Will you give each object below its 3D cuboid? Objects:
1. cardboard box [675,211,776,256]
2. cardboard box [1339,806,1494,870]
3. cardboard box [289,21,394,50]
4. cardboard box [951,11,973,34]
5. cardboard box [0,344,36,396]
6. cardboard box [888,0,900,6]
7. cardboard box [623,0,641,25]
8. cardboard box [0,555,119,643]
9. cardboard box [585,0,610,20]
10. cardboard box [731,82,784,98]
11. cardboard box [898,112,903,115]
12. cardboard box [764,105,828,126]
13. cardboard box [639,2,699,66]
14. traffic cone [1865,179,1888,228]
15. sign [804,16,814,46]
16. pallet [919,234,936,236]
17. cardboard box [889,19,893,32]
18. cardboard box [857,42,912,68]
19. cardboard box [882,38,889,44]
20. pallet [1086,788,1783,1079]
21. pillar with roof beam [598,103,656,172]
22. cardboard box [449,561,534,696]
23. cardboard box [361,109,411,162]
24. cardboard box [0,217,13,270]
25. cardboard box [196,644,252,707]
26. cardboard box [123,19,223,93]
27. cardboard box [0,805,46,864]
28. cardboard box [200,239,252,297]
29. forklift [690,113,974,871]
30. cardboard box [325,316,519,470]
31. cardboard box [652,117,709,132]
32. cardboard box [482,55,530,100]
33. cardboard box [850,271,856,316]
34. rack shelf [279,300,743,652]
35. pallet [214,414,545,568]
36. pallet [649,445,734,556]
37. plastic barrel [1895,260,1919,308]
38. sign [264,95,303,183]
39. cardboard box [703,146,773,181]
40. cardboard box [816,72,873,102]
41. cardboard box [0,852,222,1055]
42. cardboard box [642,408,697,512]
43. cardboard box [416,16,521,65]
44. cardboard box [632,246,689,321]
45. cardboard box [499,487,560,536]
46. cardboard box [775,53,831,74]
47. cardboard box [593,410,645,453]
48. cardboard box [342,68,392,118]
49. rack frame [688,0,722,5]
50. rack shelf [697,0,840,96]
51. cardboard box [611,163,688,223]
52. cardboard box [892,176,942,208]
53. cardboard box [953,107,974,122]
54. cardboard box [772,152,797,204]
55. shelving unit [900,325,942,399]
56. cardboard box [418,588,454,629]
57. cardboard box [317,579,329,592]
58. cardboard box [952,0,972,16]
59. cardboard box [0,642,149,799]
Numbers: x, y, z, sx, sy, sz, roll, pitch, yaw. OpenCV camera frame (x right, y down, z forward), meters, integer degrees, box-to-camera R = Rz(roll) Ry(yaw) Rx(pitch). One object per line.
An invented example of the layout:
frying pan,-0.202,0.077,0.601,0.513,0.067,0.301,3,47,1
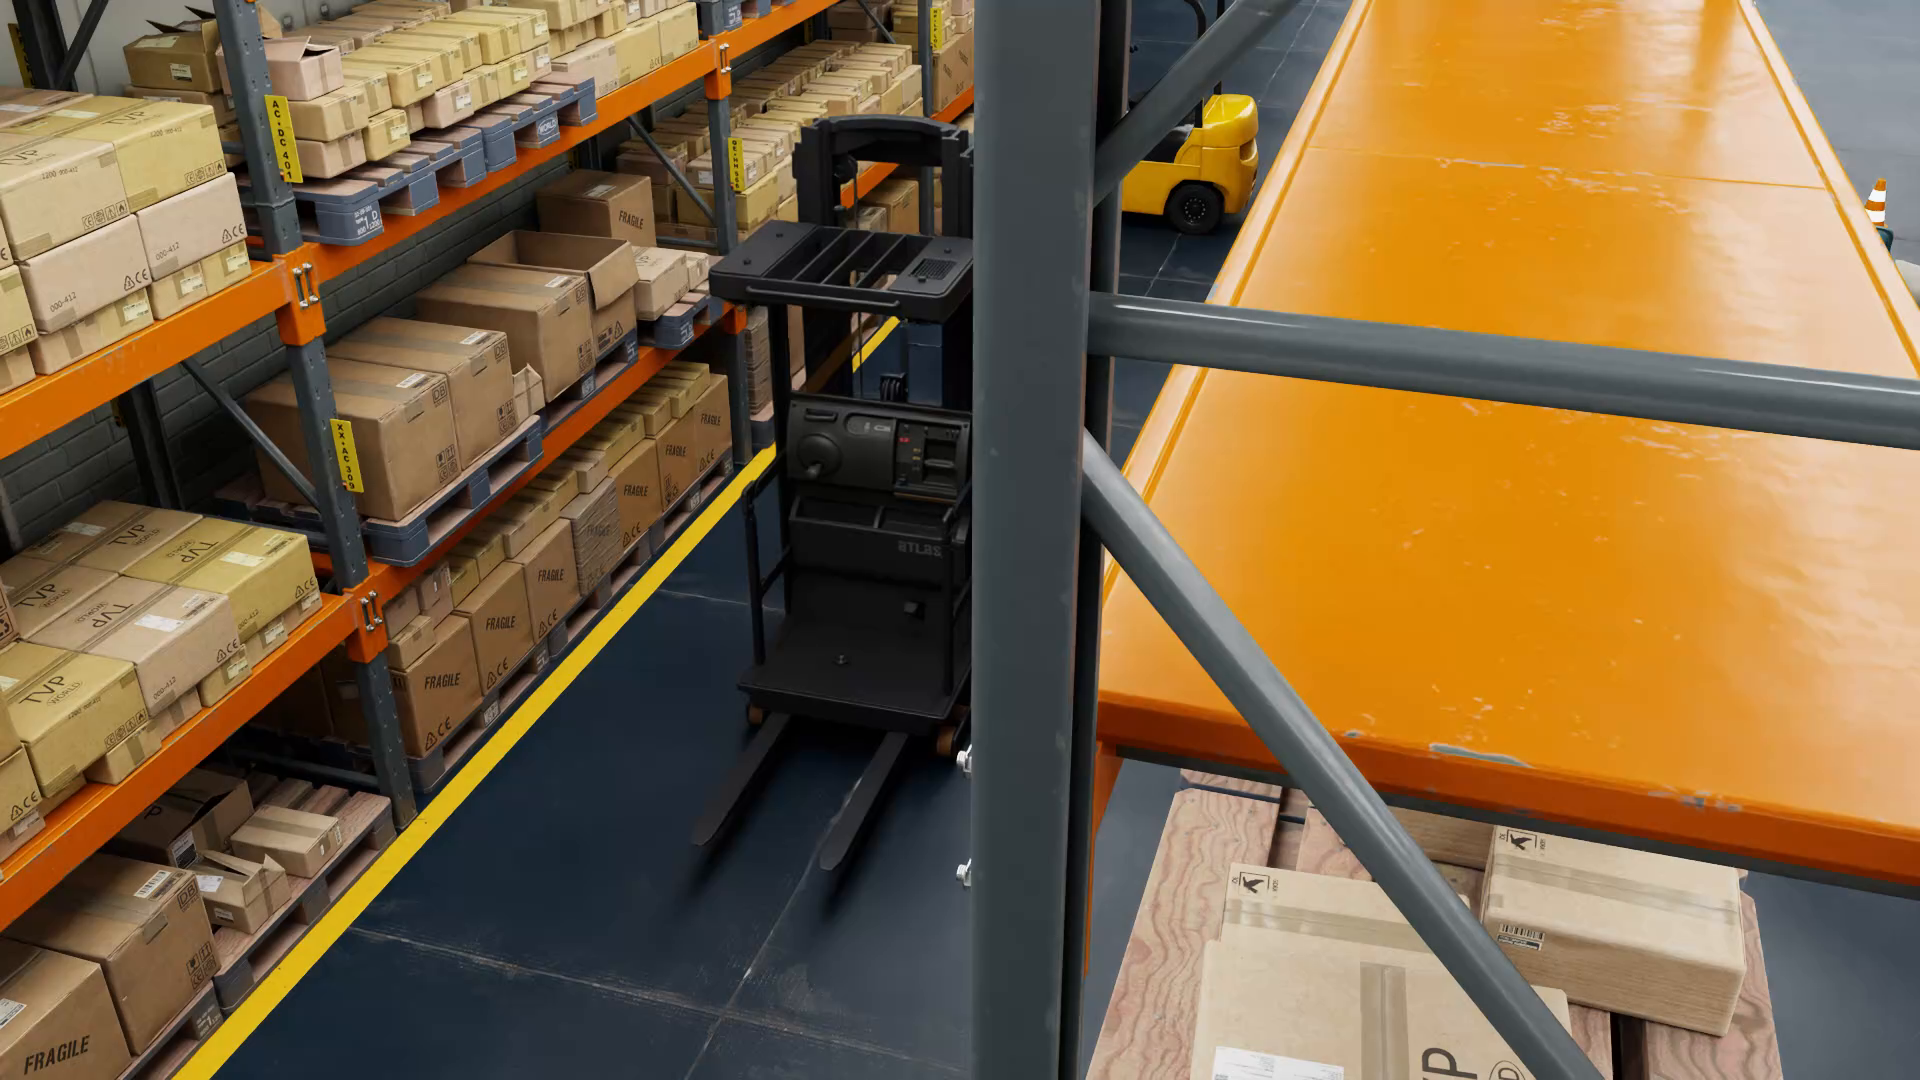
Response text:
cardboard box,-1.530,-2.009,10.930,0.500,0.250,0.500,9,30,15
cardboard box,0.992,0.334,3.036,0.500,0.311,0.500,9,30,16
cardboard box,-2.785,-2.237,7.517,0.380,0.149,0.250,8,30,13
cardboard box,-0.107,-4.549,14.572,0.380,0.149,0.250,9,30,16
cardboard box,-3.236,-0.565,5.354,0.380,0.149,0.250,10,30,17
cardboard box,-0.736,-4.646,14.440,0.380,0.149,0.250,8,30,14
cardboard box,-1.964,-2.887,9.013,0.380,0.149,0.250,9,30,16
cardboard box,-3.612,0.317,6.442,0.500,0.250,0.500,8,30,14
cardboard box,-2.021,-2.765,8.487,0.380,0.149,0.250,8,30,14
cardboard box,-1.520,-3.254,12.244,0.380,0.149,0.250,9,30,15
cardboard box,-0.760,-3.190,13.054,0.500,0.250,0.500,8,30,15
cardboard box,-1.150,-2.937,11.675,0.380,0.149,0.250,9,30,16
cardboard box,-1.812,-2.875,9.401,0.500,0.250,0.500,7,30,13
traffic cone,8.449,-3.102,15.350,0.336,0.463,0.334,8,30,15
sign,-1.251,-4.253,13.838,0.100,0.325,0.005,8,30,15
pallet,-0.446,-2.907,15.258,1.003,0.211,1.213,8,30,15
cardboard box,-0.745,-4.518,14.516,0.380,0.149,0.250,9,30,16
cardboard box,-0.608,-3.899,13.402,0.380,0.149,0.250,10,30,17
cardboard box,-0.846,-4.053,14.347,0.500,0.500,0.500,8,30,15
pallet,0.712,0.903,2.547,1.003,0.211,1.213,8,30,15
pillar with roof beam,1.743,-4.645,9.343,9.100,9.000,0.400,8,30,15
cardboard box,-2.564,0.423,8.543,0.500,0.500,0.500,8,30,14
cardboard box,-2.491,-1.670,6.804,0.380,0.149,0.250,9,30,15
cardboard box,-3.283,-0.897,5.026,0.500,0.250,0.500,9,30,16
cardboard box,-3.029,0.498,6.527,0.380,0.149,0.250,9,30,16
cardboard box,-3.043,-1.935,6.549,0.396,0.266,0.258,8,30,14
cardboard box,-3.390,0.965,5.689,0.380,0.149,0.250,8,30,15
cardboard box,-2.891,-1.036,6.199,0.380,0.149,0.250,8,30,15
forklift,-0.460,-0.404,7.961,1.130,2.935,3.031,8,30,14
cardboard box,-2.560,-0.705,7.897,0.700,0.500,0.500,9,30,15
cardboard box,-1.882,-2.783,11.398,0.380,0.149,0.250,8,30,14
cardboard box,-2.219,-2.146,7.660,0.380,0.149,0.250,9,30,16
cardboard box,-1.316,-1.954,12.688,0.875,0.625,0.625,7,30,13
rack shelf,-2.481,-0.659,9.089,1.077,0.370,4.000,8,30,15
pallet,-2.729,-0.316,7.930,1.003,0.211,1.213,8,30,15
pallet,-2.149,-0.343,10.649,1.003,0.211,1.213,8,30,15
plastic barrel,7.655,-2.016,13.439,0.421,0.421,0.512,-17,34,-28
sign,-2.547,-1.507,6.256,0.100,0.325,0.005,8,30,15
cardboard box,-1.441,-2.460,10.817,0.380,0.149,0.250,9,30,16
cardboard box,-0.875,-3.416,12.535,0.380,0.149,0.250,8,30,14
cardboard box,-3.379,1.579,6.466,0.700,0.500,0.500,7,30,13
cardboard box,-1.969,-0.536,10.267,0.500,0.500,0.500,8,30,14
cardboard box,-2.248,-2.287,7.608,0.380,0.149,0.250,9,30,15
cardboard box,-1.894,-1.484,9.555,0.500,0.250,0.500,7,30,13
cardboard box,-2.385,-0.163,8.930,0.380,0.149,0.250,10,30,17
cardboard box,-1.231,-3.723,13.087,0.380,0.149,0.250,8,30,15
cardboard box,-2.087,-0.648,9.802,0.380,0.149,0.250,9,30,16
cardboard box,-2.551,-1.813,6.755,0.380,0.149,0.250,9,30,16
rack frame,-1.894,-4.525,9.127,1.000,3.000,0.127,8,30,15
rack shelf,-1.307,-3.829,11.702,1.077,0.370,4.000,8,30,15
cardboard box,-2.027,-2.304,10.946,0.500,0.250,0.500,9,30,16
cardboard box,-0.282,-3.143,14.696,0.500,0.250,0.500,8,30,15
cardboard box,0.017,-3.830,15.417,0.500,0.250,0.500,10,30,17
cardboard box,-1.382,-2.460,11.226,0.500,0.250,0.500,9,30,16
shelving unit,0.047,-0.748,10.052,0.587,1.500,1.083,8,30,14
cardboard box,-2.701,0.313,8.074,0.380,0.149,0.250,8,30,13
cardboard box,-3.163,0.246,8.194,0.380,0.149,0.250,9,30,15
cardboard box,-0.112,-4.684,14.508,0.380,0.149,0.250,9,30,16
cardboard box,-3.276,0.628,5.884,0.500,0.250,0.500,8,30,15
